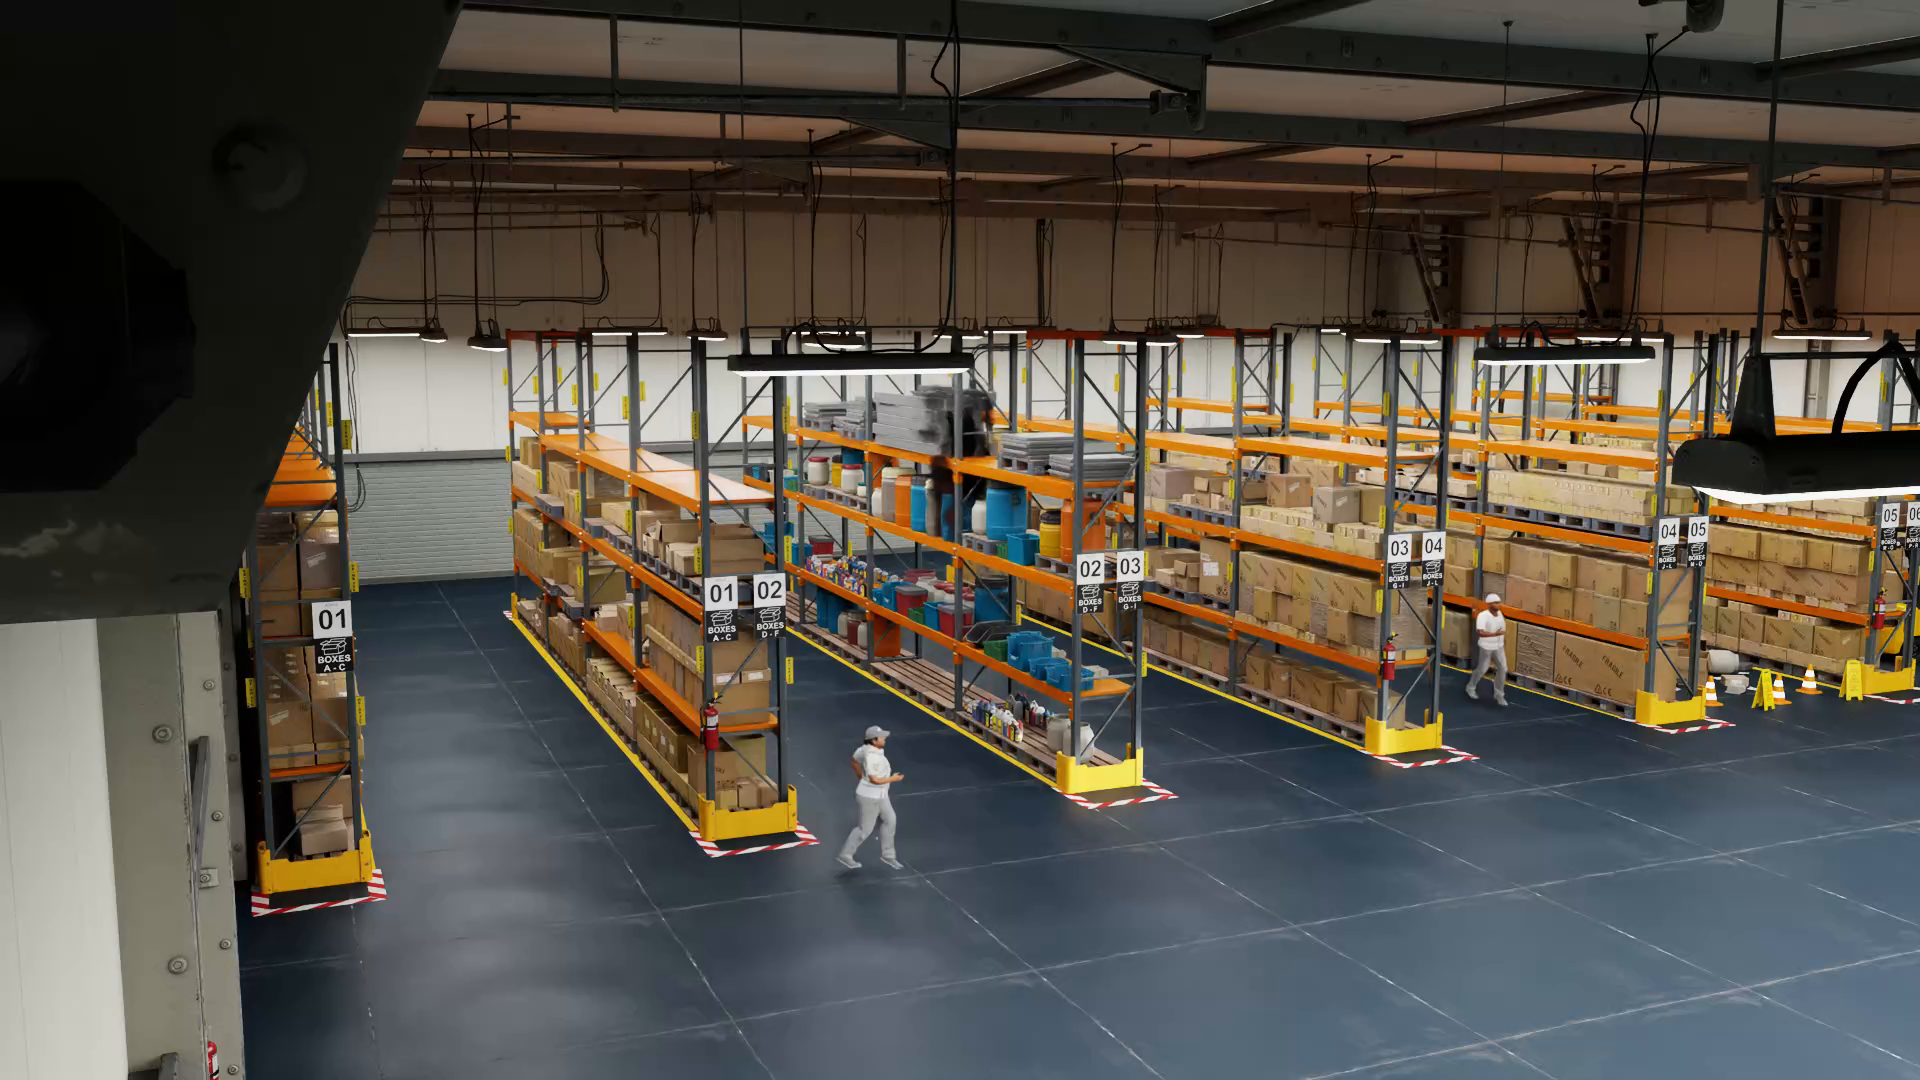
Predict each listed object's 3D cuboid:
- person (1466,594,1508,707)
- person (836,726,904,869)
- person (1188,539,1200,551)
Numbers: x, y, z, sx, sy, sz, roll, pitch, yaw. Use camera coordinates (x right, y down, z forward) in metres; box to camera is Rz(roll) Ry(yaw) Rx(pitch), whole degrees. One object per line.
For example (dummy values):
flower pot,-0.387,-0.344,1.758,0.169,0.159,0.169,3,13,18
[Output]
person,8.616,1.781,27.067,0.689,1.841,0.810,-4,9,-28
person,-1.021,2.958,18.890,0.777,1.724,0.593,0,8,1
person,6.018,-0.270,42.487,0.645,1.686,0.679,-2,8,-14
